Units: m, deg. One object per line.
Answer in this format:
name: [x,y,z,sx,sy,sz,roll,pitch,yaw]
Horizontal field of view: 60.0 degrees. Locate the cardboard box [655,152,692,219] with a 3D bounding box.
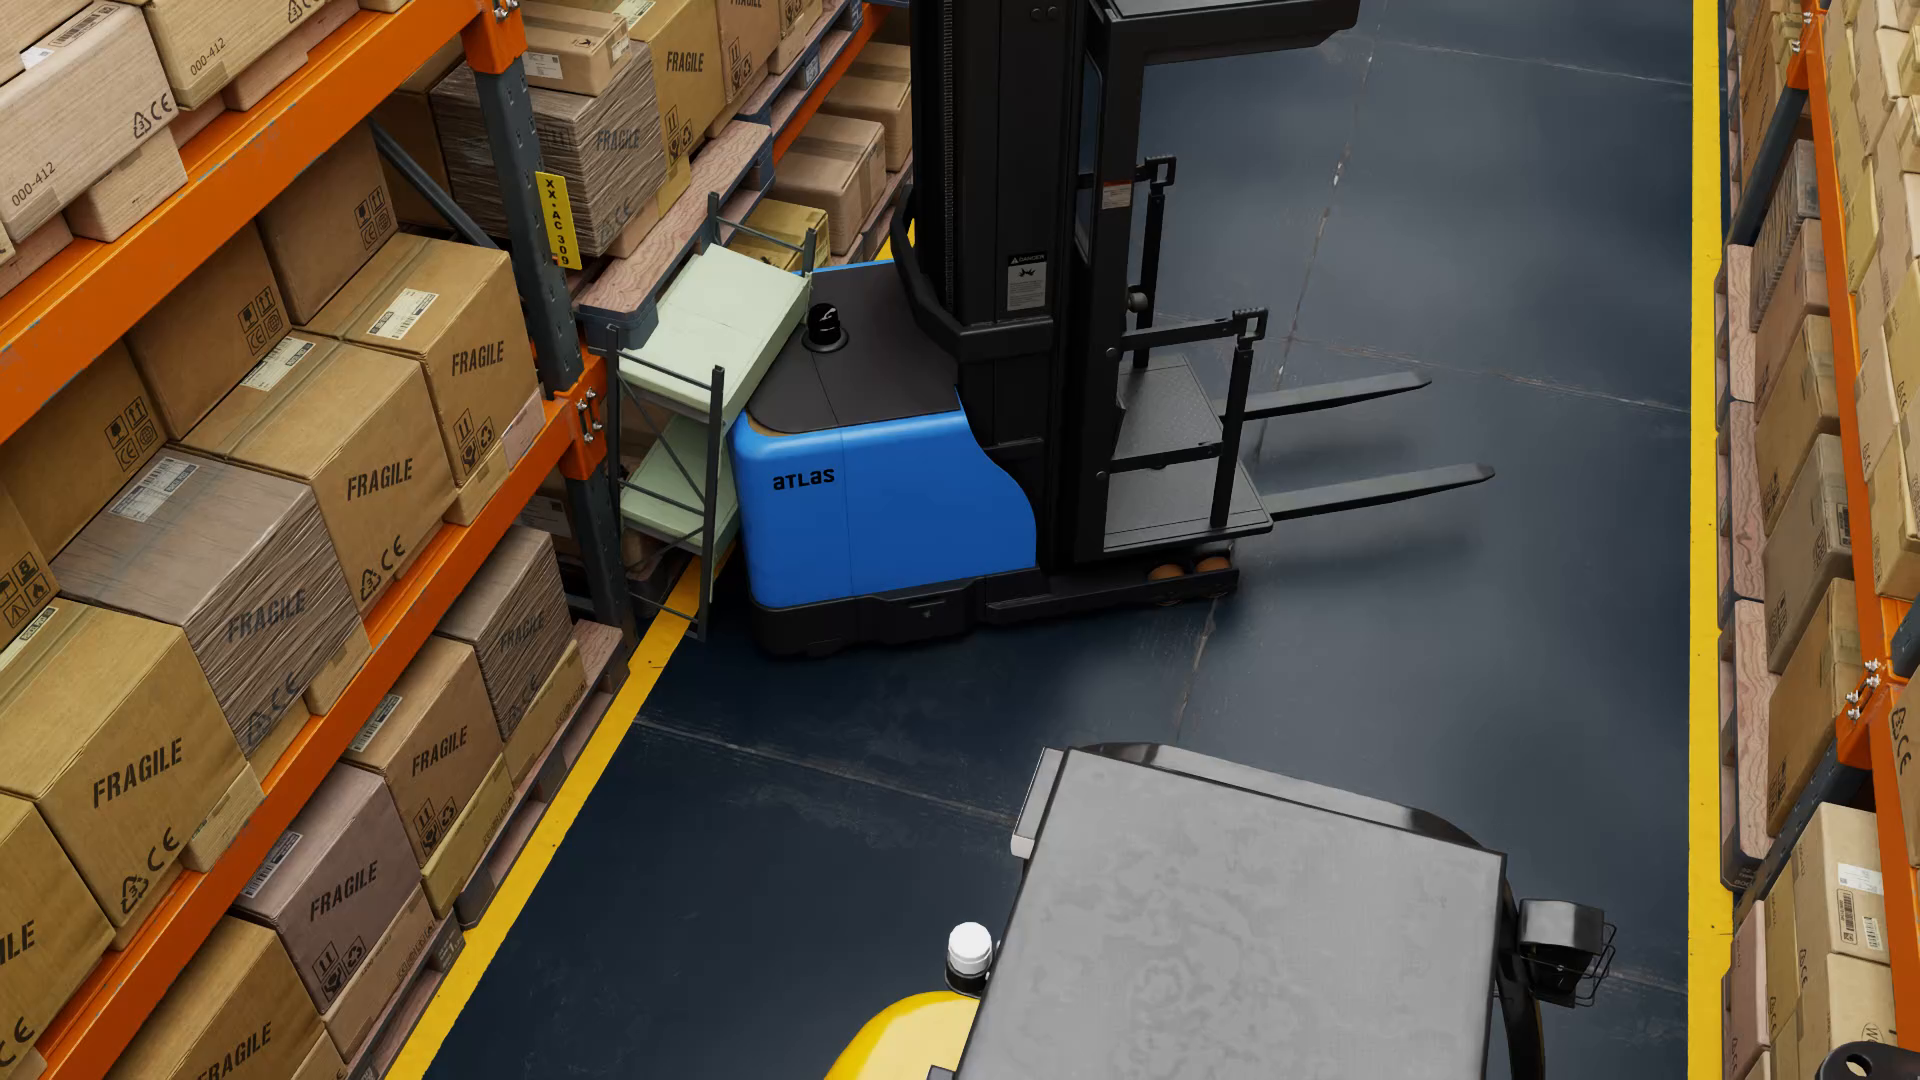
cardboard box: [-1.165,-1.275,5.788,0.380,0.149,0.250,13,46,13]

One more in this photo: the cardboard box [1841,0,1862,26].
cardboard box: [3.834,-2.253,6.657,0.500,0.250,0.500,12,46,12]

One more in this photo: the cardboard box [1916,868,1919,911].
cardboard box: [2.489,0.855,3.660,0.500,0.500,0.500,13,46,13]

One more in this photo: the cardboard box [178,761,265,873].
cardboard box: [-1.978,0.641,4.130,0.380,0.149,0.250,13,46,13]

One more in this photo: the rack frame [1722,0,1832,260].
rack frame: [4.225,-2.366,7.024,1.000,3.000,0.127,13,46,13]

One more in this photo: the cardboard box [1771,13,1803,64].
cardboard box: [4.187,-2.426,8.108,0.380,0.149,0.250,10,45,10]

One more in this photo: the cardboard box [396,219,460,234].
cardboard box: [-1.825,-1.211,5.722,0.380,0.149,0.250,13,46,13]

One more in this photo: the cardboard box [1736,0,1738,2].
cardboard box: [4.769,-3.326,9.491,0.500,0.500,0.500,11,45,11]

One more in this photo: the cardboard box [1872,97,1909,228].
cardboard box: [3.399,-1.223,5.605,0.500,0.250,0.500,13,46,13]

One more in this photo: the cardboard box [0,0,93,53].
cardboard box: [-1.906,-1.061,3.155,0.380,0.149,0.250,12,46,12]

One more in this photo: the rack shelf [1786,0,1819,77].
rack shelf: [4.831,-3.442,8.638,1.077,0.370,4.000,13,46,13]

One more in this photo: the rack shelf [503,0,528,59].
rack shelf: [-1.112,-2.897,5.936,1.077,0.370,4.000,13,46,13]

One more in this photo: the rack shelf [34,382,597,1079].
rack shelf: [-2.323,0.841,4.260,1.077,0.370,4.000,13,46,13]

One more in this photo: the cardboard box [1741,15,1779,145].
cardboard box: [4.310,-2.282,8.424,0.500,0.500,0.500,12,46,12]

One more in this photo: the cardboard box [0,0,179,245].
cardboard box: [-1.915,-0.849,3.223,0.500,0.250,0.500,12,46,12]

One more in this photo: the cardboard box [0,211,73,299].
cardboard box: [-2.007,-0.619,3.272,0.380,0.149,0.250,13,46,13]

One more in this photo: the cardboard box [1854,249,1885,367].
cardboard box: [3.244,-0.699,5.427,0.500,0.250,0.500,13,46,13]

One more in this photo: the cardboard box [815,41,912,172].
cardboard box: [-0.687,-2.252,8.485,0.950,0.372,0.625,10,45,10]

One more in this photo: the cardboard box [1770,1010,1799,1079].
cardboard box: [2.423,1.547,4.333,0.500,0.250,0.500,12,46,12]

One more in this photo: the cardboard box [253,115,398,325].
cardboard box: [-2.057,-1.001,4.629,0.700,0.500,0.500,12,46,12]

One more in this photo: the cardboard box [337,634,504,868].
cardboard box: [-1.793,0.606,5.115,0.500,0.500,0.500,13,46,13]

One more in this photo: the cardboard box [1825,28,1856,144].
cardboard box: [3.701,-1.735,6.485,0.500,0.250,0.500,12,46,12]

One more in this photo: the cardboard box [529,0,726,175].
cardboard box: [-1.151,-1.627,5.684,0.500,0.500,0.500,13,46,13]

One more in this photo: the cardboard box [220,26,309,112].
cardboard box: [-1.737,-1.131,3.796,0.380,0.149,0.250,13,46,13]

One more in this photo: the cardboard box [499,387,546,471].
cardboard box: [-1.524,-0.380,5.174,0.380,0.149,0.250,12,46,12]

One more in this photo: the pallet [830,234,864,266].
pallet: [-1.116,-1.088,7.710,1.003,0.211,1.213,13,46,13]

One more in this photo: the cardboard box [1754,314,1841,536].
cardboard box: [3.629,-0.369,6.380,0.875,0.625,0.625,11,45,11]

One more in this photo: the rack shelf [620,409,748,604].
rack shelf: [-0.965,-0.203,6.278,0.431,0.370,0.720,21,51,6]

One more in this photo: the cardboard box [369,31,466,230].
cardboard box: [-1.796,-1.398,5.449,0.500,0.500,0.500,12,46,12]

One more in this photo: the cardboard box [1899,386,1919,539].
cardboard box: [2.919,-0.207,4.566,0.500,0.250,0.500,12,46,12]

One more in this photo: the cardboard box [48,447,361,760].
cardboard box: [-1.917,0.149,4.169,0.500,0.500,0.500,14,46,14]

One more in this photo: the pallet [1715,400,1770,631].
pallet: [3.568,-0.019,6.618,1.003,0.211,1.213,13,46,13]

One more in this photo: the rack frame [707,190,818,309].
rack frame: [-0.789,-0.659,6.252,0.400,1.500,0.023,21,51,6]

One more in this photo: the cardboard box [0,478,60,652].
cardboard box: [-2.482,0.030,3.575,0.700,0.500,0.500,12,46,12]

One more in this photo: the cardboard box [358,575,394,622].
cardboard box: [-1.835,0.108,4.675,0.380,0.149,0.250,12,46,12]

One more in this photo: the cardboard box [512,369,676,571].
cardboard box: [-1.561,-0.310,6.501,0.950,0.372,0.625,13,46,13]

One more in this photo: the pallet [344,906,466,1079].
pallet: [-2.255,1.519,5.047,1.003,0.211,1.213,13,46,13]

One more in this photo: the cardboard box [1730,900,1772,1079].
cardboard box: [2.552,1.385,4.856,0.500,0.250,0.500,13,46,13]

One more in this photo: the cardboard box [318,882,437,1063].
cardboard box: [-1.951,1.230,5.014,0.500,0.250,0.500,13,46,13]

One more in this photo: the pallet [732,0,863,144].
pallet: [-1.067,-2.019,6.805,1.003,0.211,1.213,13,46,13]

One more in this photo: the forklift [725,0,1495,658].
forklift: [0.609,-1.145,5.824,3.031,2.935,1.130,-9,45,-9]

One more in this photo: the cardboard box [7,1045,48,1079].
cardboard box: [-2.241,1.154,3.605,0.380,0.149,0.250,14,46,14]

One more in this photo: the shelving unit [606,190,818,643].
shelving unit: [-0.914,-0.402,6.025,0.431,1.500,0.755,21,51,6]

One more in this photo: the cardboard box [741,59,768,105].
cardboard box: [-0.958,-1.808,6.332,0.380,0.149,0.250,13,46,13]

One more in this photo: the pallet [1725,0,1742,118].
pallet: [4.859,-2.670,9.328,1.003,0.211,1.213,13,46,13]

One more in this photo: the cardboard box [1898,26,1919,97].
cardboard box: [3.467,-1.621,5.727,0.380,0.149,0.250,13,46,13]
